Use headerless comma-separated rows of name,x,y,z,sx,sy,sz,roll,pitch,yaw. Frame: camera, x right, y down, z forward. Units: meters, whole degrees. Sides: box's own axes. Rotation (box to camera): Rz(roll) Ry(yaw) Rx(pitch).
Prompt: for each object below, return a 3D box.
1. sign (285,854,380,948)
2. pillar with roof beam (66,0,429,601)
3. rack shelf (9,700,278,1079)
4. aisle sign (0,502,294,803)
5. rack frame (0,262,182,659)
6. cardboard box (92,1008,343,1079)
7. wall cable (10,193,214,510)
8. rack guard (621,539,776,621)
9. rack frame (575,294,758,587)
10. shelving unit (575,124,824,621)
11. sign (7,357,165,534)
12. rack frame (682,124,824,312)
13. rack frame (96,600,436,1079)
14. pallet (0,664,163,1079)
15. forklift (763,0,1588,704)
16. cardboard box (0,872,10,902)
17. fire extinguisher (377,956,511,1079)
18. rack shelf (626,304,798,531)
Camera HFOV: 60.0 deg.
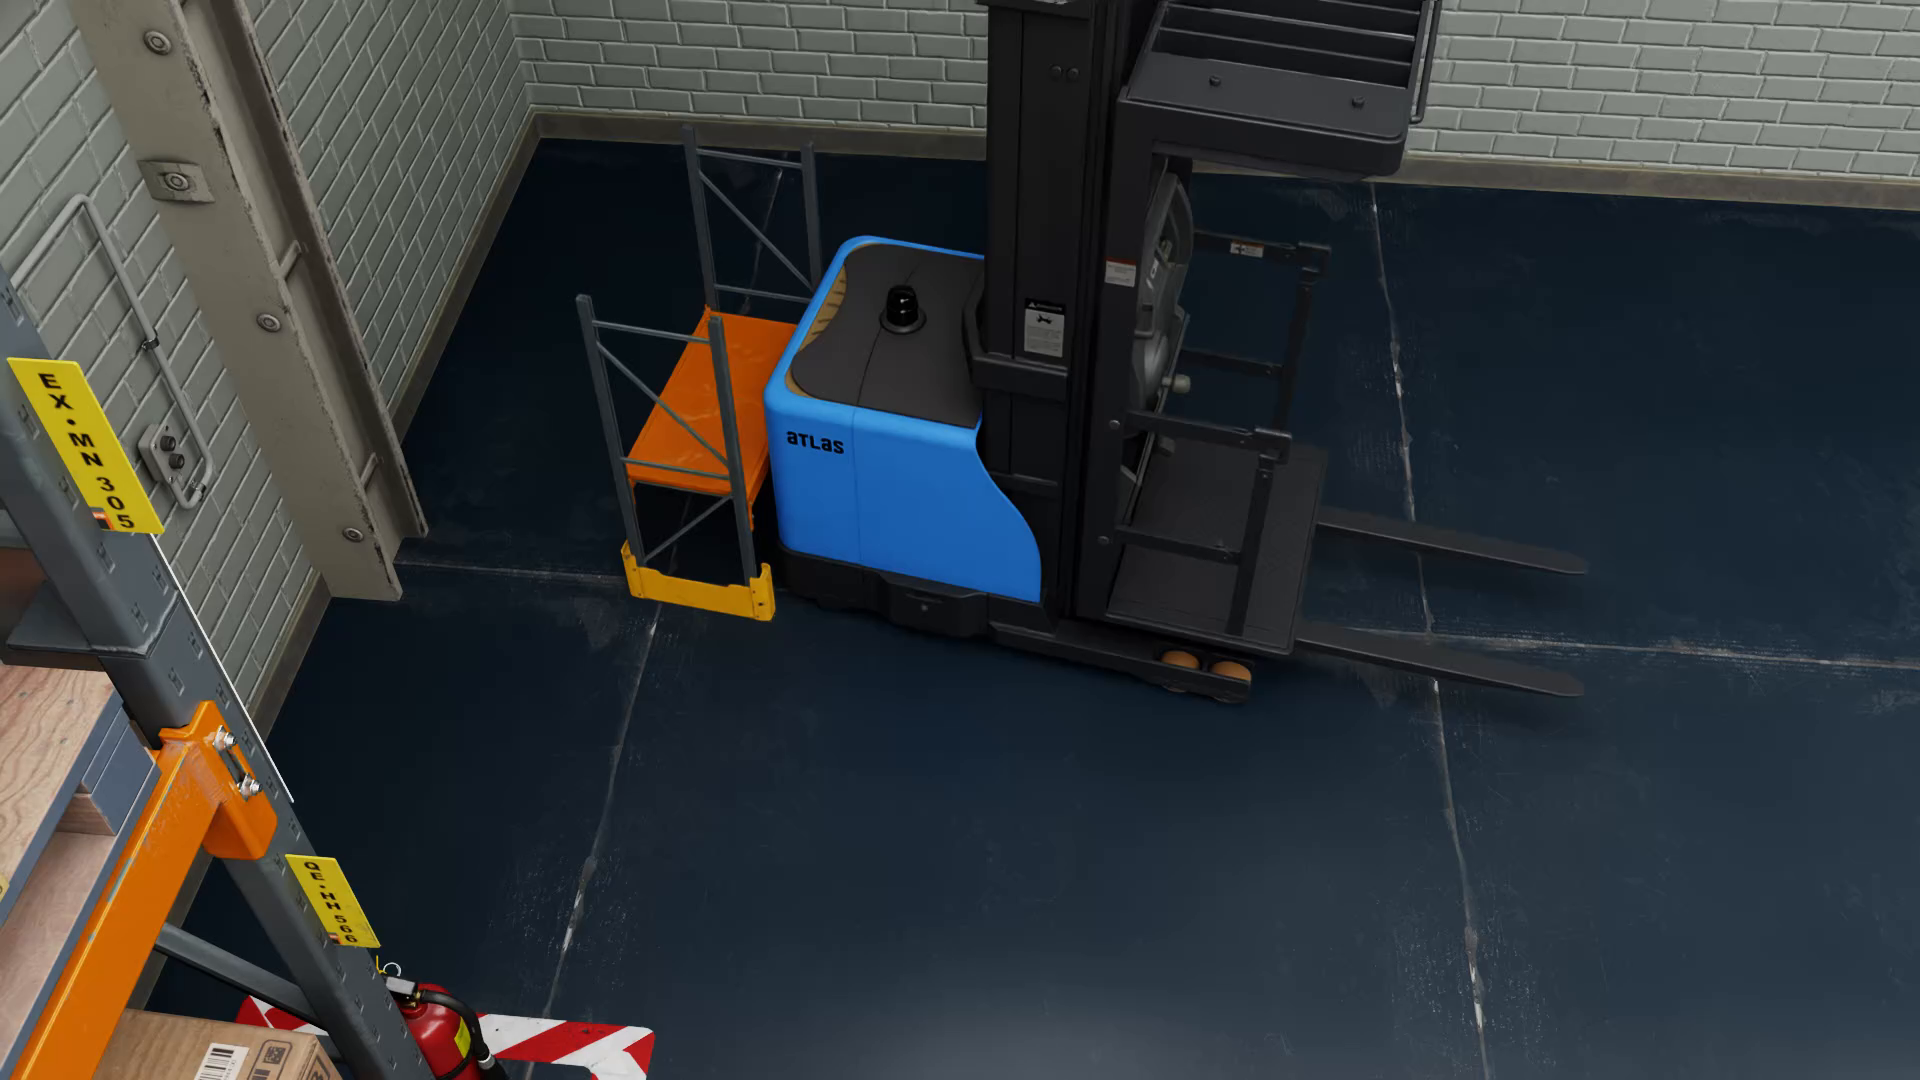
sign,-1.194,0.691,3.166,0.100,0.325,0.005,4,48,4
pillar with roof beam,1.939,-2.663,3.113,9.100,9.000,0.400,4,48,4
rack shelf,-1.916,1.815,1.538,1.077,0.370,4.000,4,48,4
aisle sign,-1.428,0.205,2.794,0.394,0.787,0.004,4,48,4
rack frame,-1.733,-0.910,1.510,1.000,3.000,0.127,4,48,4
cardboard box,-1.770,1.389,3.269,0.980,0.700,0.700,6,48,5
wall cable,-2.559,-0.233,4.267,0.084,1.984,1.851,4,48,4
rack guard,-1.014,0.156,6.464,0.587,0.250,0.087,10,48,9
rack frame,-1.019,-0.252,5.990,0.500,1.500,0.032,10,48,9
shelving unit,-0.898,-0.623,6.330,0.587,1.500,1.083,10,48,9
sign,-1.194,-0.123,2.276,0.100,0.325,0.005,4,48,4
rack frame,-0.781,-0.981,6.657,0.500,1.500,0.032,10,48,9
rack frame,-1.733,1.115,3.724,1.000,3.000,0.127,4,48,4
pallet,-1.790,0.678,2.150,1.003,0.211,1.213,4,48,4
forklift,0.867,-0.818,5.538,3.031,2.935,1.130,12,49,11
cardboard box,-1.536,0.534,1.972,0.500,0.250,0.500,5,48,5
fire extinguisher,-1.260,1.187,3.963,0.296,0.674,0.183,4,48,4
rack shelf,-0.900,-0.495,6.456,0.538,0.185,1.000,10,48,9
